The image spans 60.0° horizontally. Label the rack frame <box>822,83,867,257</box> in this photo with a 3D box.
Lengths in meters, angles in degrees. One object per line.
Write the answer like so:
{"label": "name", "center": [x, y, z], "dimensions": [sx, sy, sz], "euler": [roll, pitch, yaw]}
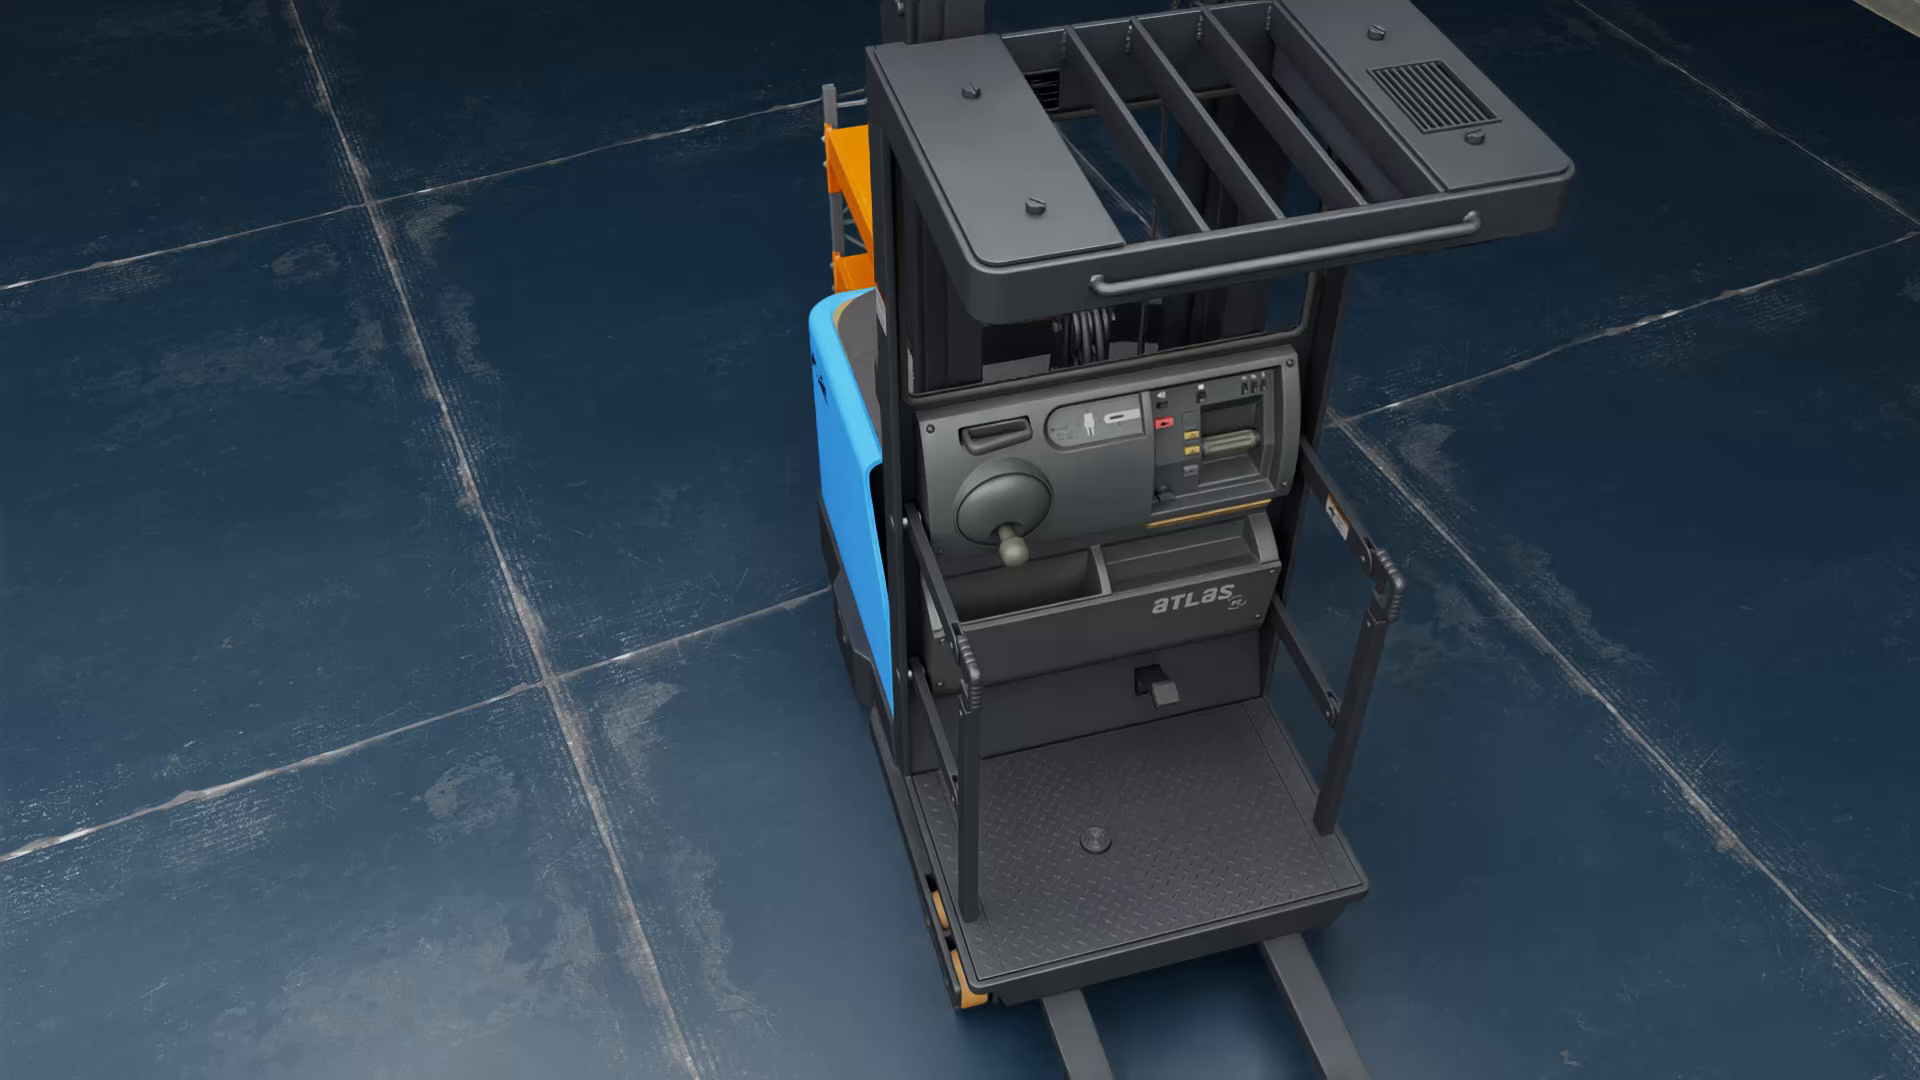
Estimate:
{"label": "rack frame", "center": [-0.232, -1.208, 6.173], "dimensions": [0.500, 1.125, 0.032], "euler": [-11, 46, -11]}

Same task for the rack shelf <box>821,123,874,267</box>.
{"label": "rack shelf", "center": [-0.095, -1.072, 5.619], "dimensions": [0.538, 0.278, 1.000], "euler": [-11, 46, -11]}

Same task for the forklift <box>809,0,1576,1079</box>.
{"label": "forklift", "center": [0.423, -0.102, 3.766], "dimensions": [1.130, 2.935, 3.031], "euler": [-11, 46, -11]}

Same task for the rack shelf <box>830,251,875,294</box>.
{"label": "rack shelf", "center": [-0.095, -0.690, 5.997], "dimensions": [0.538, 0.278, 1.000], "euler": [-11, 46, -11]}

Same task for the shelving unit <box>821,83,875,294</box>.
{"label": "shelving unit", "center": [-0.095, -0.864, 5.825], "dimensions": [0.538, 1.125, 1.048], "euler": [-11, 46, -11]}
